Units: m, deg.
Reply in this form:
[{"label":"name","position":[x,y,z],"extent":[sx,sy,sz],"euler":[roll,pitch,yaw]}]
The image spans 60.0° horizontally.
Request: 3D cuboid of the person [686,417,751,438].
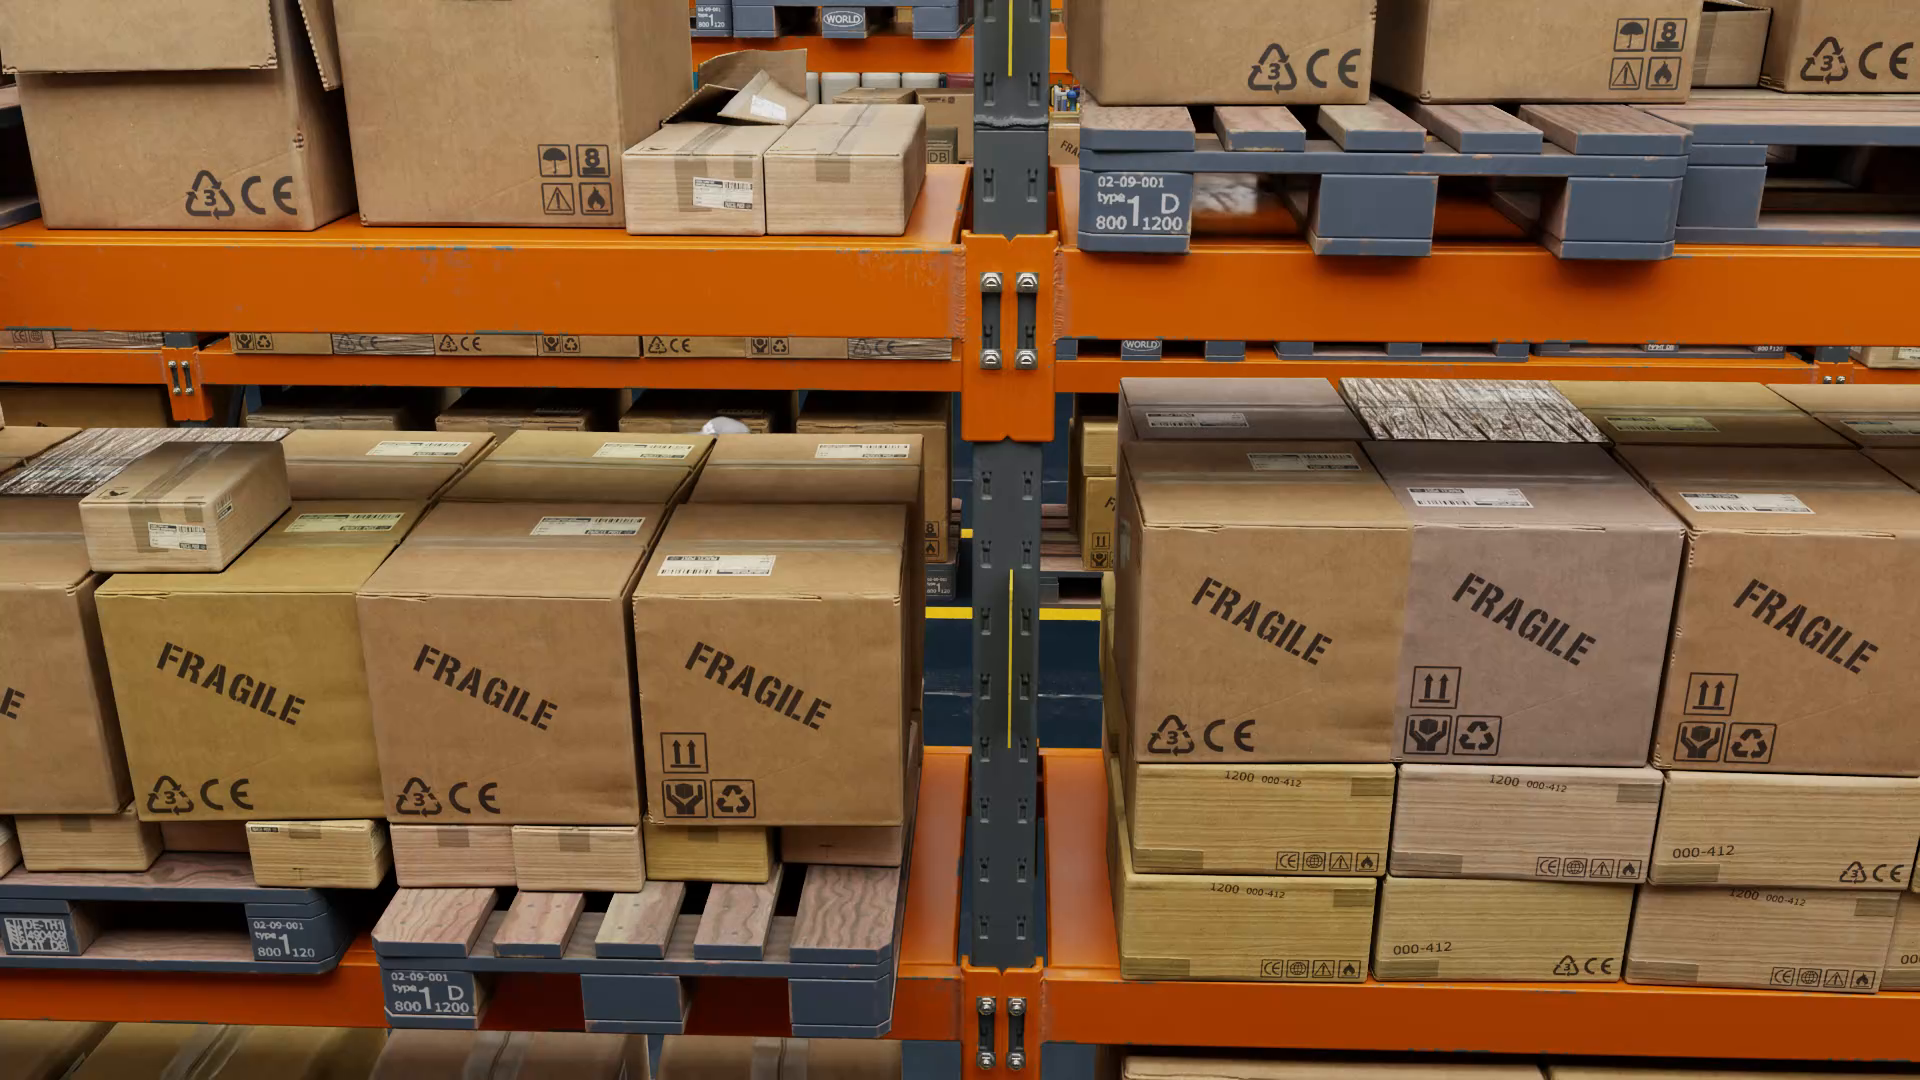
[{"label":"person","position":[-0.967,0.330,6.227],"extent":[0.535,1.653,0.453],"euler":[1,21,2]}]
